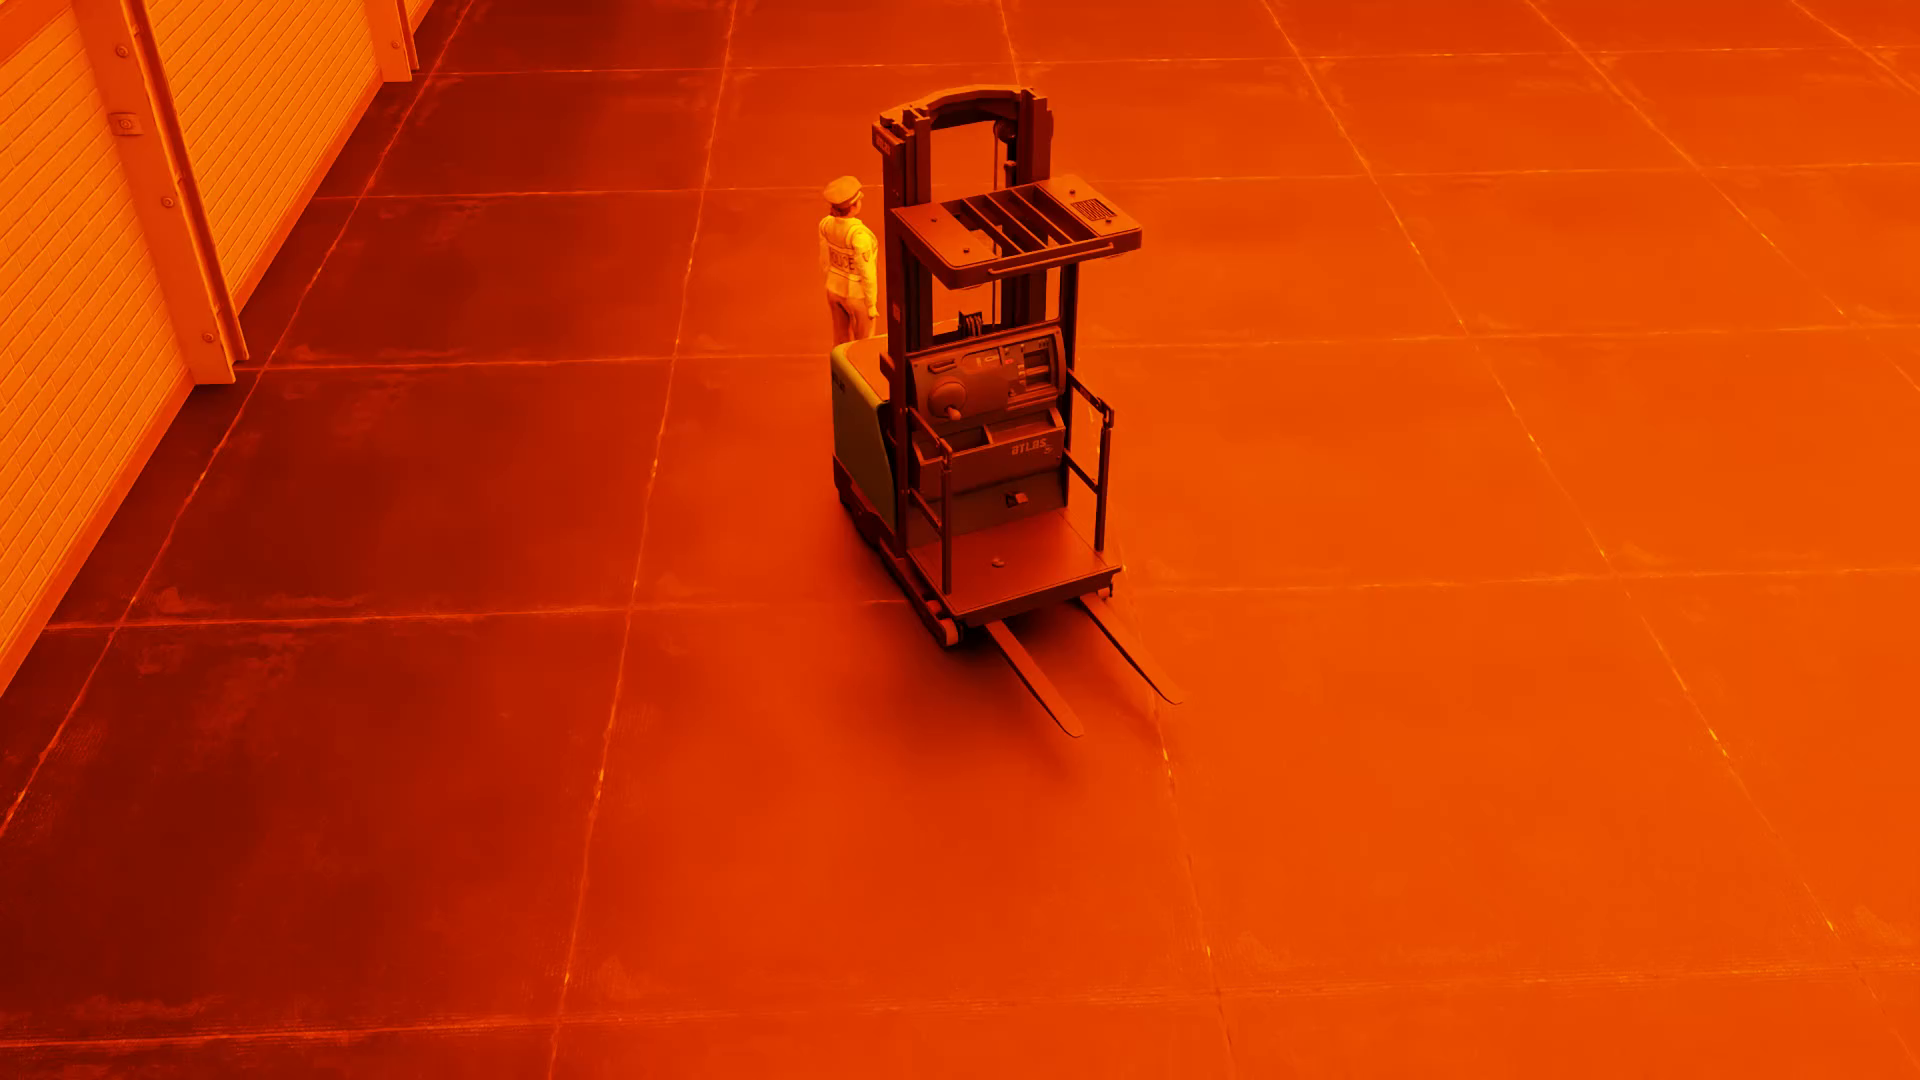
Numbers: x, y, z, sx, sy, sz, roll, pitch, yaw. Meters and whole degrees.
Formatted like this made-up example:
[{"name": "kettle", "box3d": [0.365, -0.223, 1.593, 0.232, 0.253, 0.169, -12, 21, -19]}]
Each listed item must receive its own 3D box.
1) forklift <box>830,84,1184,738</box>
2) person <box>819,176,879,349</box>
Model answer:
[{"name": "forklift", "box3d": [0.258, -0.860, 9.192, 1.130, 2.935, 3.031, -15, 39, -20]}, {"name": "person", "box3d": [-0.734, -1.678, 11.371, 0.462, 1.693, 0.344, 27, 44, 32]}]
